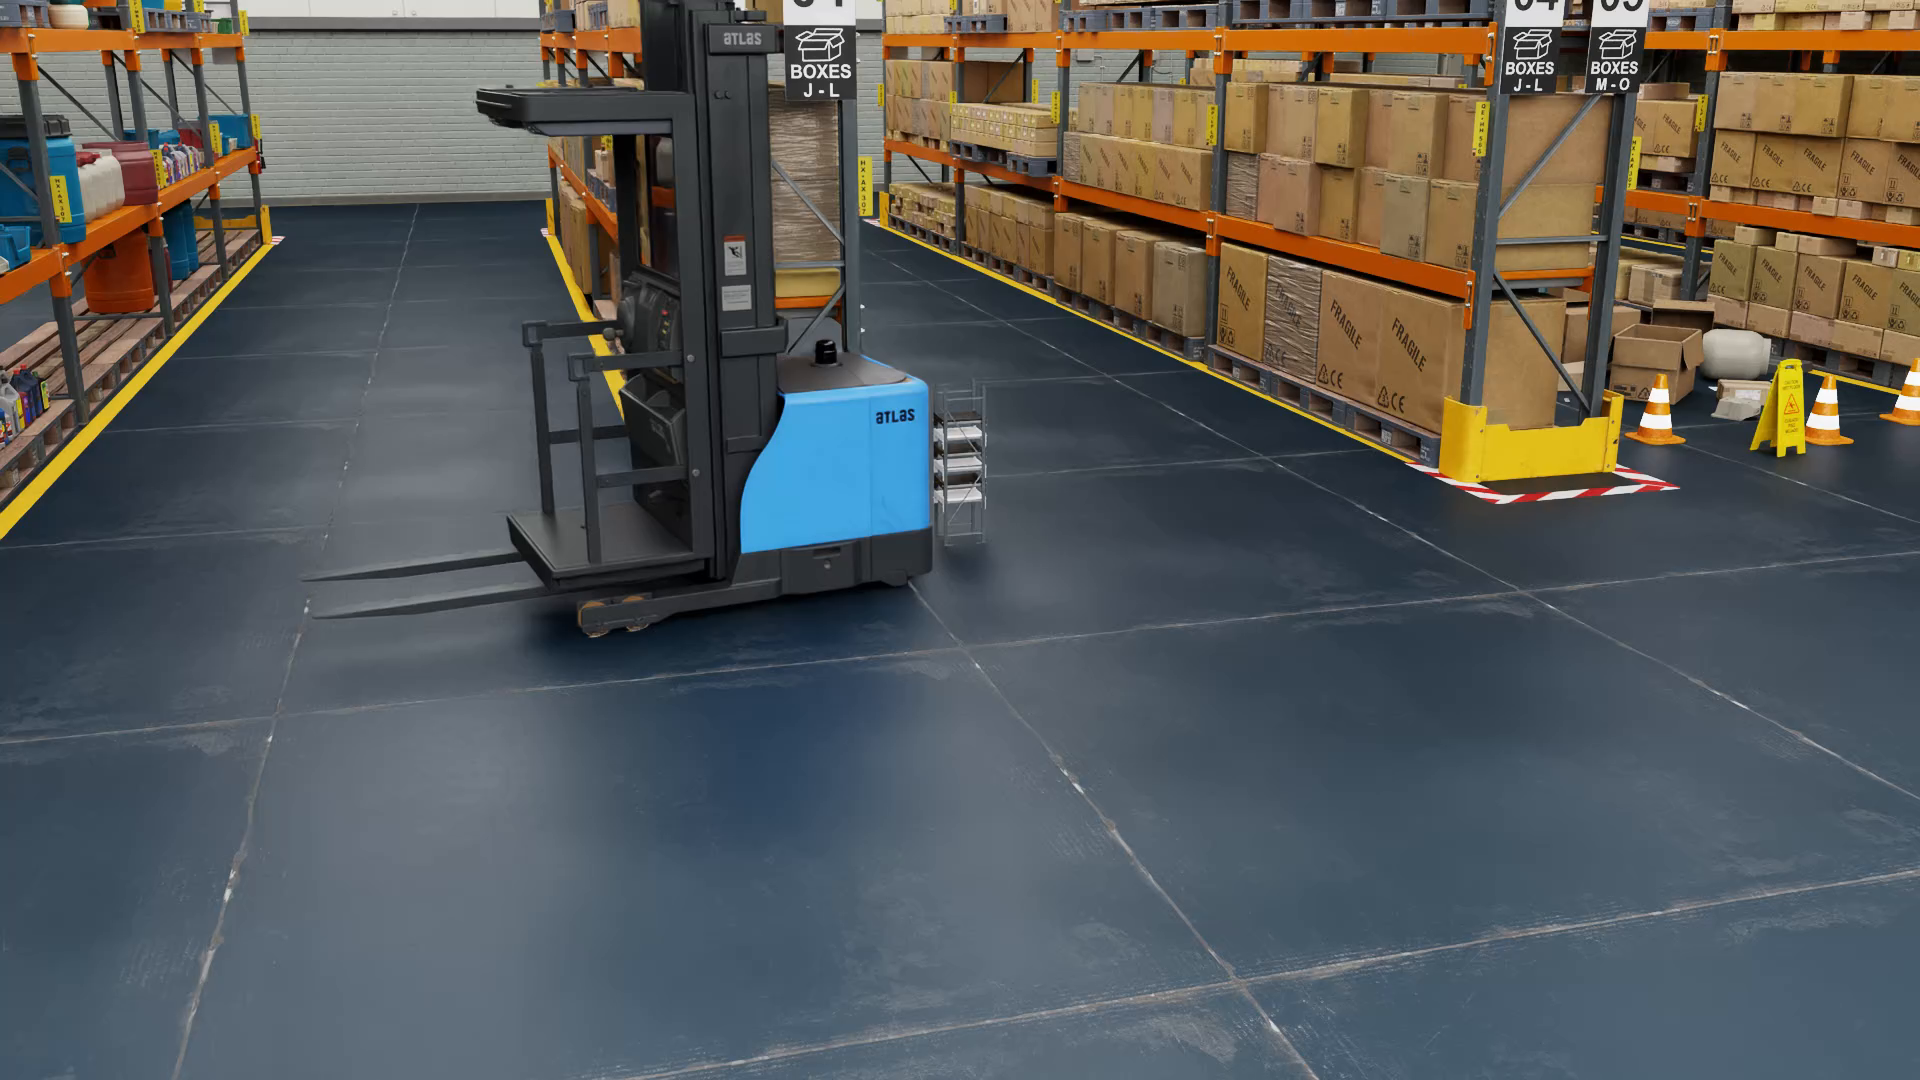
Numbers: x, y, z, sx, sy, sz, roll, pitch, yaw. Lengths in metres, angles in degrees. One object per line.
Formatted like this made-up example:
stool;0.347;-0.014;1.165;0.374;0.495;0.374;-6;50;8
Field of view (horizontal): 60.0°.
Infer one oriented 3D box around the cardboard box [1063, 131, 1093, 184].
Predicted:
cardboard box;1.398;-4.014;17.426;0.500;0.500;0.500;-5;17;-15

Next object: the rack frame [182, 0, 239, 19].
rack frame;-10.223;-8.442;21.913;1.000;3.000;0.127;-5;17;-15

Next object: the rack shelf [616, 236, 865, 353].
rack shelf;-1.613;-1.743;11.291;1.077;0.370;4.000;-5;17;-15

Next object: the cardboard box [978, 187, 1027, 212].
cardboard box;0.533;-4.209;20.560;0.500;0.250;0.500;-4;17;-14

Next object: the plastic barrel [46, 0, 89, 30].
plastic barrel;-7.451;-4.393;13.888;0.301;0.262;0.301;0;17;0

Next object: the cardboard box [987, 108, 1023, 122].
cardboard box;0.535;-5.006;19.577;0.380;0.149;0.250;-4;17;-14

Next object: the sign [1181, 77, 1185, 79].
sign;4.445;-8.876;32.350;0.339;0.242;0.001;-5;17;-15

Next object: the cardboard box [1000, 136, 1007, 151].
cardboard box;0.679;-4.576;19.178;0.380;0.149;0.250;-5;18;-18

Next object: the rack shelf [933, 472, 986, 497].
rack shelf;-0.002;-0.315;9.366;0.258;0.077;0.200;-5;17;-15

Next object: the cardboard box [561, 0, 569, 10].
cardboard box;-4.634;-6.799;20.580;0.700;0.500;0.500;-6;18;-19

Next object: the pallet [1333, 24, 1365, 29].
pallet;5.466;-6.732;21.769;0.805;0.209;1.217;-5;18;-17

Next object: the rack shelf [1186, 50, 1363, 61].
rack shelf;4.617;-7.282;24.518;1.077;0.370;4.000;-5;17;-15

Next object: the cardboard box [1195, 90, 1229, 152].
cardboard box;2.492;-3.669;14.539;0.700;0.500;0.500;-5;17;-16

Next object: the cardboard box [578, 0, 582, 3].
cardboard box;-3.245;-5.180;15.226;0.500;0.500;0.500;-5;17;-15

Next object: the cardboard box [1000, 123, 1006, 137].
cardboard box;0.677;-4.720;19.140;0.380;0.149;0.250;-5;17;-16

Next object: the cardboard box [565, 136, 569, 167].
cardboard box;-4.337;-4.616;19.430;0.500;0.500;0.500;-5;17;-15

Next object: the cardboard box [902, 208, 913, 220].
cardboard box;-0.638;-4.776;24.364;0.380;0.149;0.250;-4;17;-15

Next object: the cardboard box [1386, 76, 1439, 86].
cardboard box;5.593;-5.459;20.499;0.500;0.500;0.500;-5;17;-15

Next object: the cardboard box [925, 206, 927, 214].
cardboard box;-0.284;-4.704;23.605;0.380;0.149;0.250;-4;17;-13

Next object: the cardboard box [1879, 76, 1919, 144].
cardboard box;7.743;-3.385;13.077;0.700;0.500;0.500;-5;17;-16

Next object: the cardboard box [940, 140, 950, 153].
cardboard box;-0.044;-5.221;22.055;0.380;0.149;0.250;-5;17;-17

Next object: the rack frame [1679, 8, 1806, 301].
rack frame;7.365;-3.424;15.638;1.000;3.000;0.127;-5;17;-15

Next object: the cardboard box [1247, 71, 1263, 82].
cardboard box;4.491;-6.554;24.144;0.500;0.500;0.500;-4;17;-15

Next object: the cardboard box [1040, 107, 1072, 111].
cardboard box;1.166;-5.053;19.732;0.380;0.149;0.250;-5;17;-16

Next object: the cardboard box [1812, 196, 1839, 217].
cardboard box;7.486;-2.837;14.119;0.380;0.149;0.250;-5;17;-15

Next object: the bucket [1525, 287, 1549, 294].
bucket;4.888;-2.310;14.975;0.726;0.611;0.620;1;7;4

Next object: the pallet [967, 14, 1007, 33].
pallet;0.790;-6.099;19.653;1.213;0.211;1.003;-5;17;-15

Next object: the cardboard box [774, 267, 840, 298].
cardboard box;-0.913;-1.512;9.707;0.380;0.149;0.250;-5;17;-15

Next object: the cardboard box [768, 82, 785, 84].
cardboard box;-1.366;-2.792;11.104;0.500;0.500;0.500;-5;17;-15

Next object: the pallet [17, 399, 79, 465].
pallet;-6.781;-0.725;11.497;1.003;0.211;1.213;-5;17;-15

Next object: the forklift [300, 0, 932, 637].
forklift;-1.701;-1.115;8.068;3.031;2.935;1.130;-8;18;-25

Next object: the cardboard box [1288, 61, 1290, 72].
cardboard box;4.808;-6.616;23.224;0.380;0.149;0.250;-4;17;-14

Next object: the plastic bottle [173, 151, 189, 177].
plastic bottle;-8.466;-4.079;18.032;0.152;0.276;0.135;-5;17;-15

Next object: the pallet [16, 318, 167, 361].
pallet;-7.849;-1.803;15.087;1.003;0.211;1.213;-5;17;-15

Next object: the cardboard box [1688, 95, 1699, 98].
cardboard box;10.214;-5.768;22.536;0.700;0.500;0.500;-5;17;-16

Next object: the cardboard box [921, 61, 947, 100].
cardboard box;-0.228;-6.281;22.719;0.500;0.500;0.500;-4;17;-14

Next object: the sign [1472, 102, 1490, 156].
sign;3.207;-2.527;10.228;0.100;0.325;0.005;-5;17;-15

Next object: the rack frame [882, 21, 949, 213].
rack frame;-0.664;-6.324;25.292;1.000;3.000;0.127;-5;17;-15

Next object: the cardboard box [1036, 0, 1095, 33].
cardboard box;1.133;-5.734;17.938;0.500;0.500;0.500;-5;17;-15

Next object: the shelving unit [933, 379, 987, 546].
shelving unit;-0.002;-0.433;9.330;0.258;0.900;0.210;-5;17;-15

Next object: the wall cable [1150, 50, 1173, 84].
wall cable;3.856;-8.903;32.112;0.588;1.984;0.122;-5;17;-15

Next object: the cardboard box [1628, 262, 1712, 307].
cardboard box;7.219;-2.512;16.438;0.950;0.372;0.625;-4;17;-15

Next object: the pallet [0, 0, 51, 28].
pallet;-6.633;-3.403;10.683;1.213;0.211;1.003;-5;17;-15

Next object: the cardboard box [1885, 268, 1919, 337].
cardboard box;7.847;-1.906;13.330;0.500;0.500;0.500;-4;17;-13

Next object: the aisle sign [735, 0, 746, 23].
aisle sign;-1.335;-2.739;8.836;0.394;0.787;0.004;-5;17;-15

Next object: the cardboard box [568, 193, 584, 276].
cardboard box;-3.670;-3.370;18.422;1.225;0.875;0.875;-5;17;-15

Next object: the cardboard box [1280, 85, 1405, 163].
cardboard box;2.981;-3.186;12.707;0.875;0.550;0.550;-5;17;-15

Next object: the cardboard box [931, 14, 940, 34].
cardboard box;-0.085;-6.836;22.042;0.500;0.250;0.500;-5;17;-15

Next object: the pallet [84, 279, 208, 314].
pallet;-8.613;-2.572;17.647;1.003;0.211;1.213;-5;17;-15

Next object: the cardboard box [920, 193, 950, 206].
cardboard box;-0.342;-4.771;23.313;0.380;0.149;0.250;-5;18;-17

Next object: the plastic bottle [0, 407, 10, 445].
plastic bottle;-6.202;-0.751;10.717;0.097;0.271;0.097;0;17;0

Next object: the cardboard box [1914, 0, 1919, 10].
cardboard box;7.781;-4.228;12.842;0.500;0.250;0.500;-4;17;-14

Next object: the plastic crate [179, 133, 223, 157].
plastic crate;-9.366;-4.871;20.556;0.437;0.282;0.530;-5;17;-15
